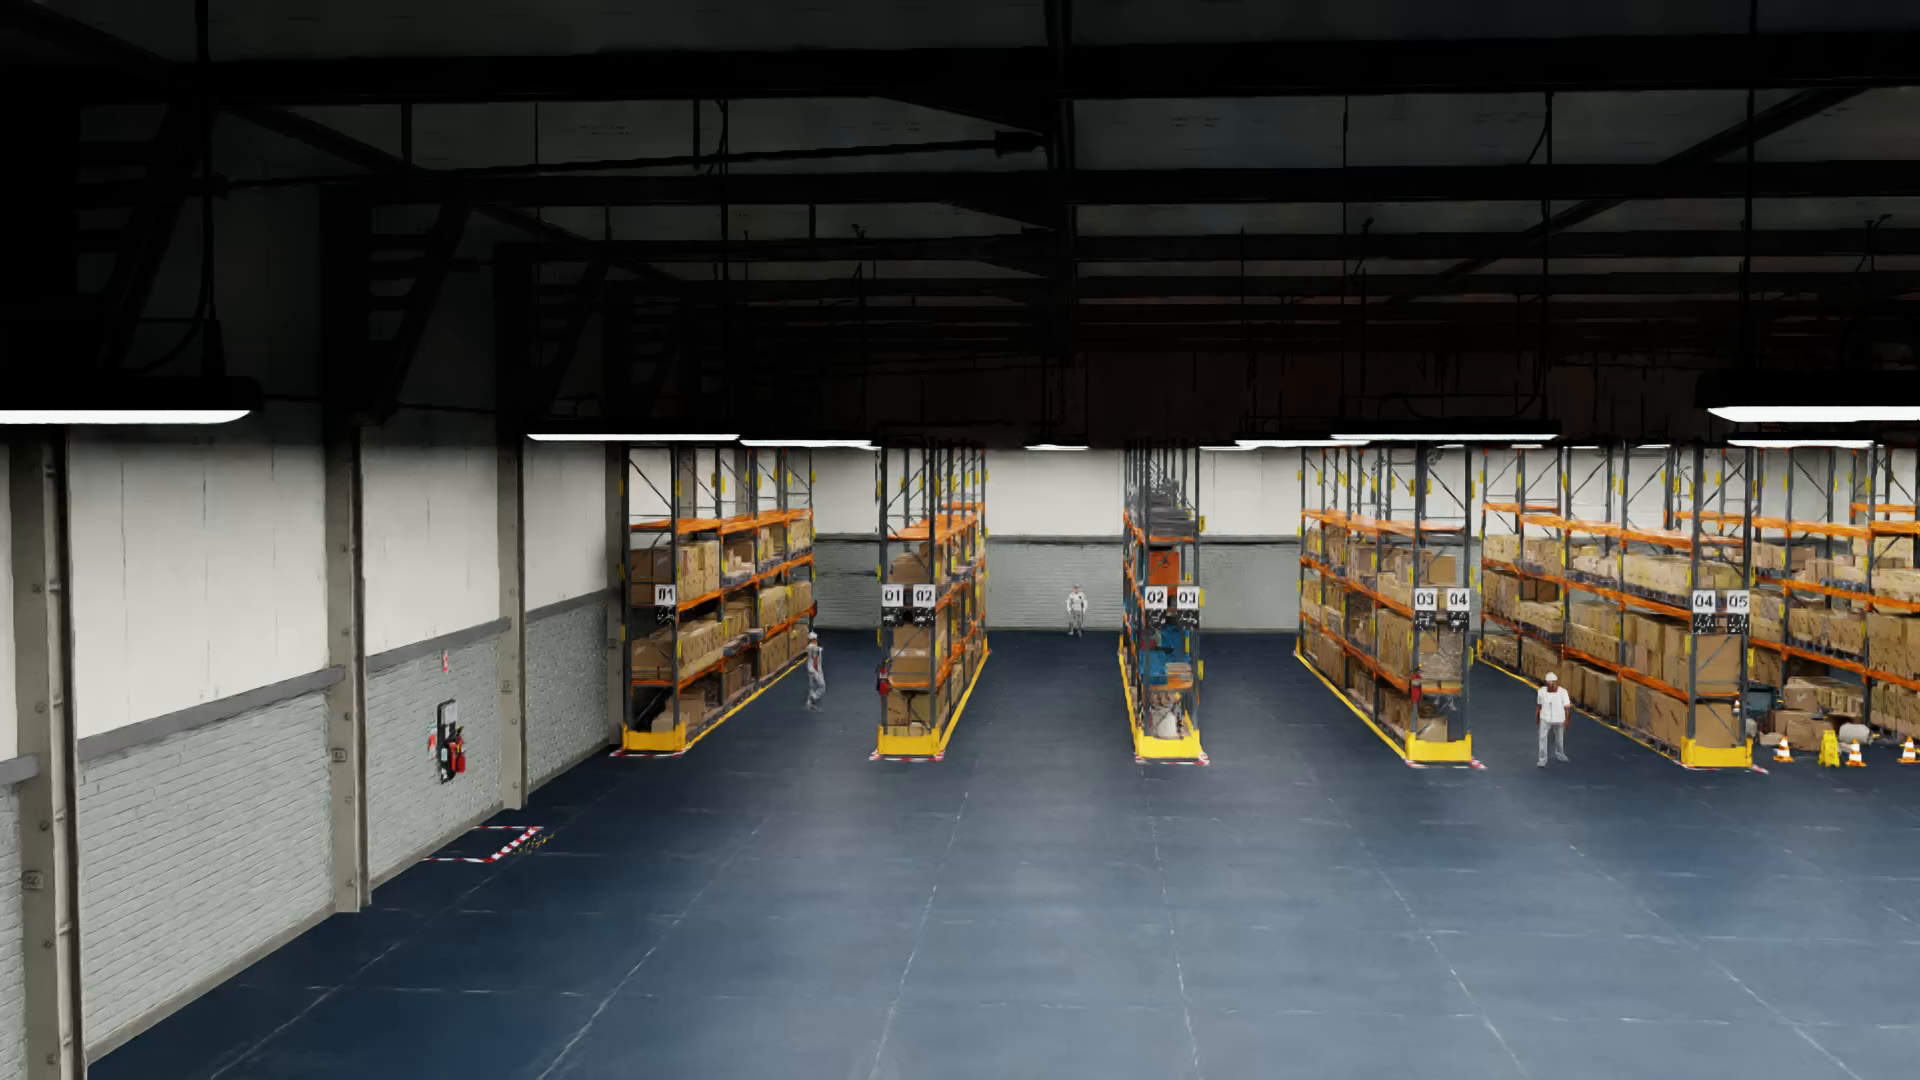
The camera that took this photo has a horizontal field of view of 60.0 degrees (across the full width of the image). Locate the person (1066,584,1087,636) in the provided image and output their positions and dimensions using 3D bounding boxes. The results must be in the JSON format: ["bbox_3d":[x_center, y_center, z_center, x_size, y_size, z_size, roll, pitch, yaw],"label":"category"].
[{"bbox_3d":[3.612,2.164,51.482,0.639,1.632,0.506,0,3,3],"label":"person"}]

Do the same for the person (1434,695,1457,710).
[{"bbox_3d":[10.737,2.933,36.926,0.495,1.589,1.086,0,3,6],"label":"person"}]

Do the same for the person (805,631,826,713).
[{"bbox_3d":[-3.186,2.885,36.294,0.411,1.786,0.594,-1,3,-24],"label":"person"}]

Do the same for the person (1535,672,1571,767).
[{"bbox_3d":[10.794,3.253,30.282,0.616,1.712,0.970,1,3,25],"label":"person"}]
